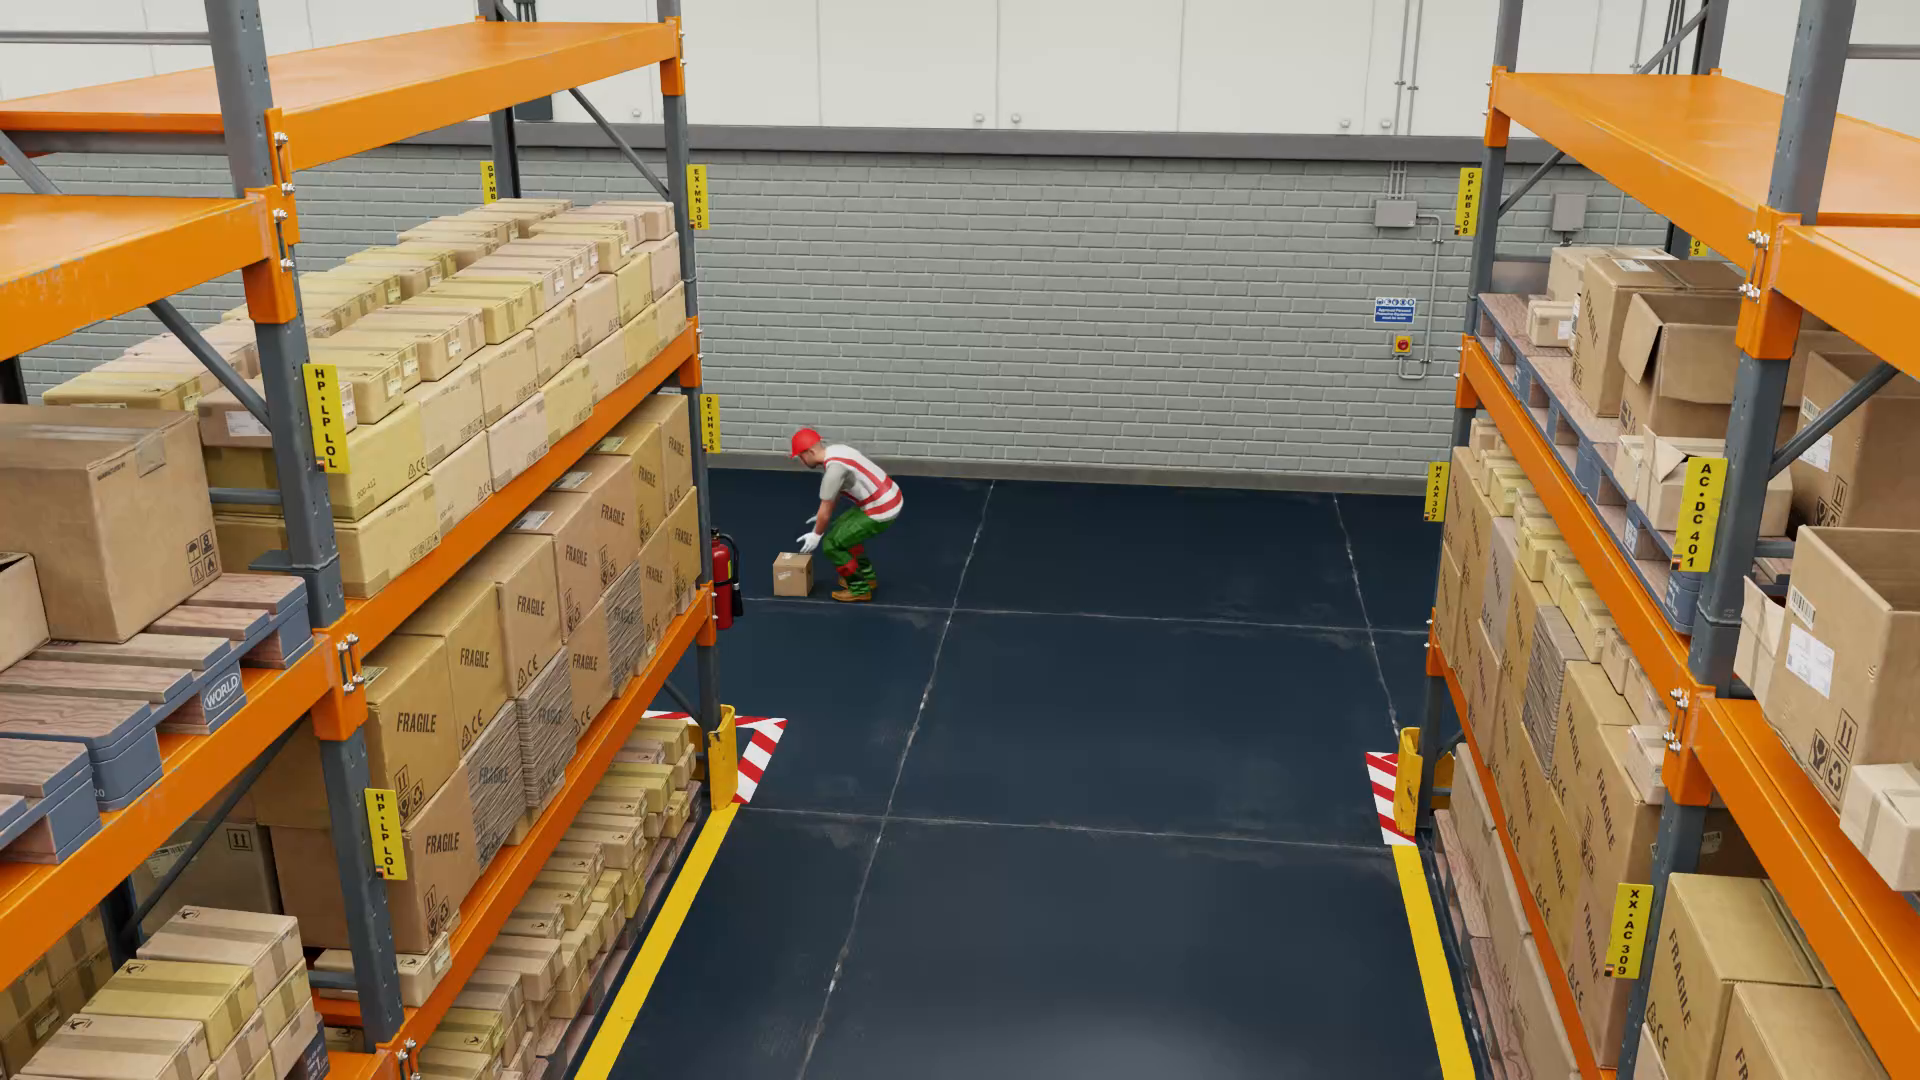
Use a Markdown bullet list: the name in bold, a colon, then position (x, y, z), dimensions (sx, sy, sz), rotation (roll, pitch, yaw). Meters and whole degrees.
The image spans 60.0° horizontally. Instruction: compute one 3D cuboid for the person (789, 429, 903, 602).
- **person**: position (-0.834, -0.188, 12.238), dimensions (0.819, 1.290, 0.583), rotation (2, 21, 6)
